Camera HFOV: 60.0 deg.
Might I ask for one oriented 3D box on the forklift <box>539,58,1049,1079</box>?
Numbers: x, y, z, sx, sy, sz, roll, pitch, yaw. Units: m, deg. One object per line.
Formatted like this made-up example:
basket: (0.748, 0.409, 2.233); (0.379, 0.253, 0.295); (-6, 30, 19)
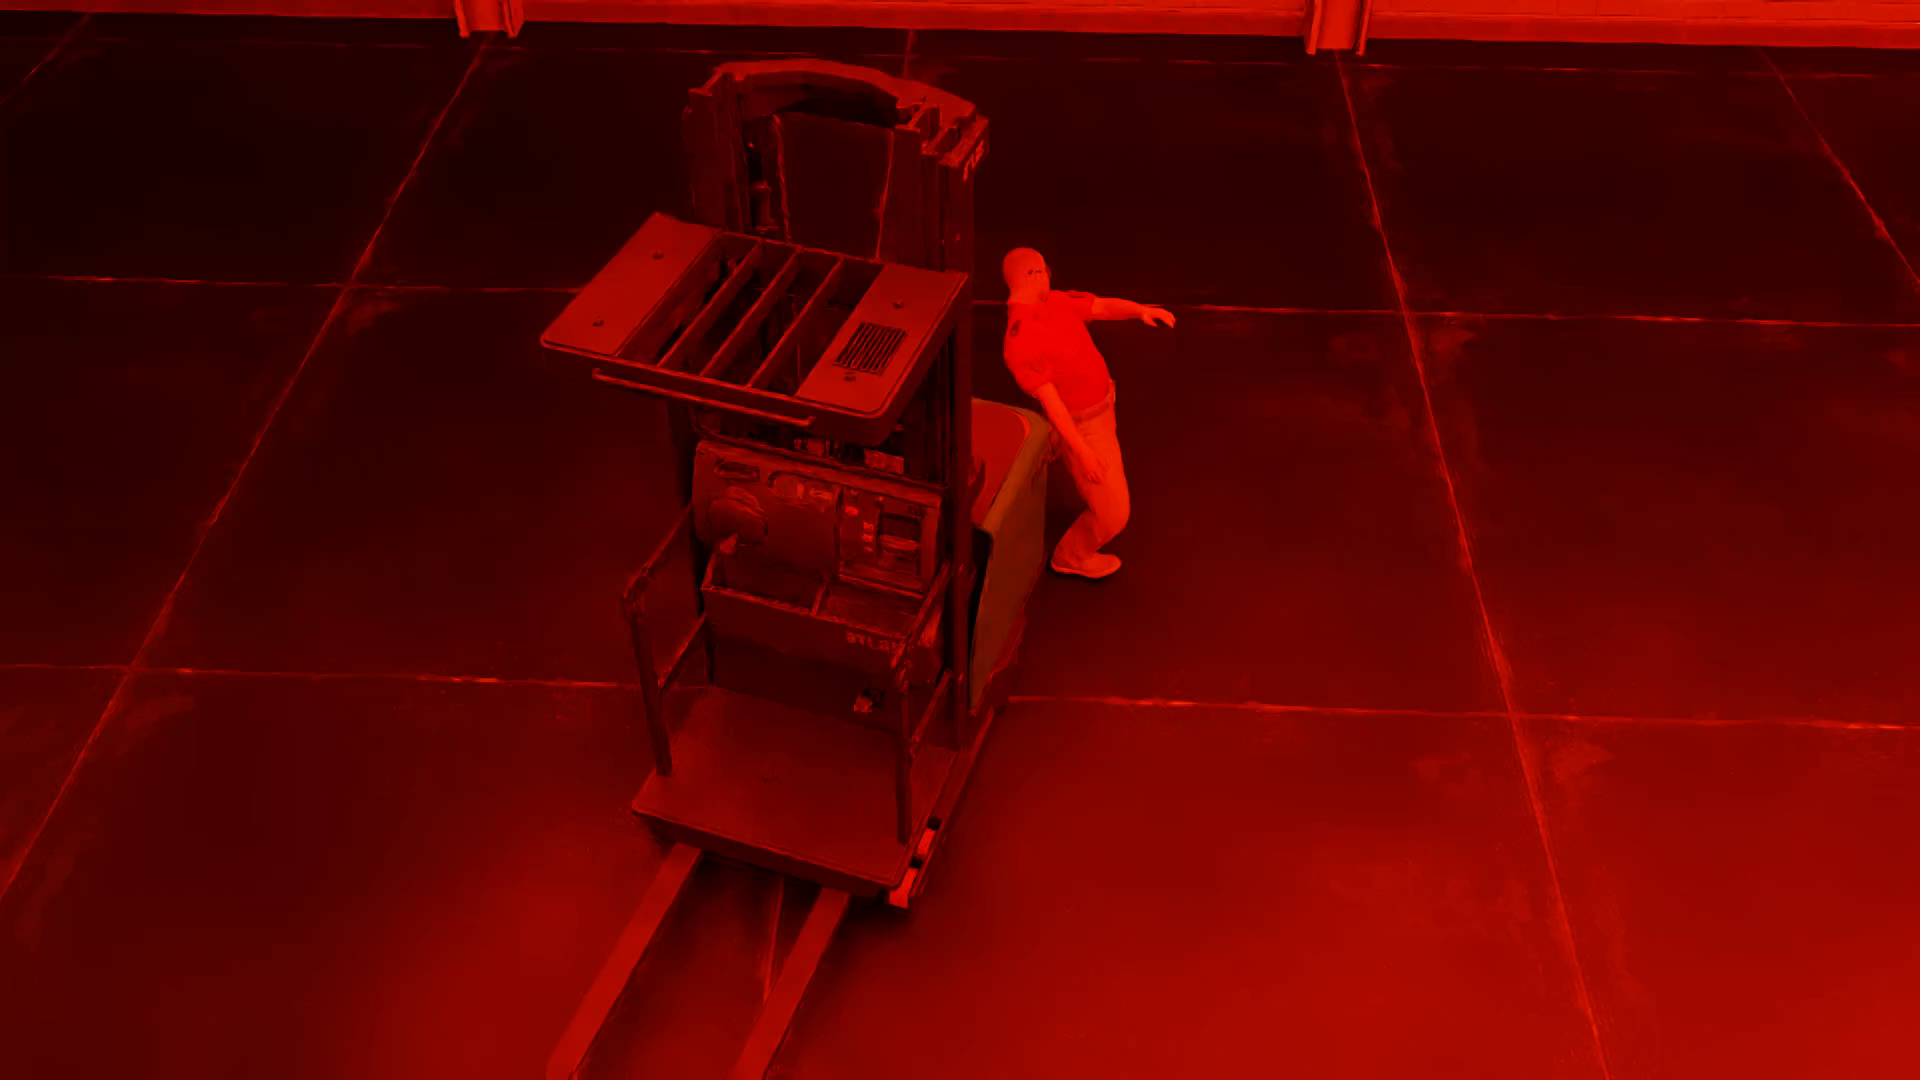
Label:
forklift: (-0.583, 0.011, 5.730); (1.130, 2.935, 3.031); (13, 44, 14)

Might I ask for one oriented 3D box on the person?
person: (0.502, -0.489, 7.295); (0.801, 1.502, 0.953); (-3, 42, -3)
